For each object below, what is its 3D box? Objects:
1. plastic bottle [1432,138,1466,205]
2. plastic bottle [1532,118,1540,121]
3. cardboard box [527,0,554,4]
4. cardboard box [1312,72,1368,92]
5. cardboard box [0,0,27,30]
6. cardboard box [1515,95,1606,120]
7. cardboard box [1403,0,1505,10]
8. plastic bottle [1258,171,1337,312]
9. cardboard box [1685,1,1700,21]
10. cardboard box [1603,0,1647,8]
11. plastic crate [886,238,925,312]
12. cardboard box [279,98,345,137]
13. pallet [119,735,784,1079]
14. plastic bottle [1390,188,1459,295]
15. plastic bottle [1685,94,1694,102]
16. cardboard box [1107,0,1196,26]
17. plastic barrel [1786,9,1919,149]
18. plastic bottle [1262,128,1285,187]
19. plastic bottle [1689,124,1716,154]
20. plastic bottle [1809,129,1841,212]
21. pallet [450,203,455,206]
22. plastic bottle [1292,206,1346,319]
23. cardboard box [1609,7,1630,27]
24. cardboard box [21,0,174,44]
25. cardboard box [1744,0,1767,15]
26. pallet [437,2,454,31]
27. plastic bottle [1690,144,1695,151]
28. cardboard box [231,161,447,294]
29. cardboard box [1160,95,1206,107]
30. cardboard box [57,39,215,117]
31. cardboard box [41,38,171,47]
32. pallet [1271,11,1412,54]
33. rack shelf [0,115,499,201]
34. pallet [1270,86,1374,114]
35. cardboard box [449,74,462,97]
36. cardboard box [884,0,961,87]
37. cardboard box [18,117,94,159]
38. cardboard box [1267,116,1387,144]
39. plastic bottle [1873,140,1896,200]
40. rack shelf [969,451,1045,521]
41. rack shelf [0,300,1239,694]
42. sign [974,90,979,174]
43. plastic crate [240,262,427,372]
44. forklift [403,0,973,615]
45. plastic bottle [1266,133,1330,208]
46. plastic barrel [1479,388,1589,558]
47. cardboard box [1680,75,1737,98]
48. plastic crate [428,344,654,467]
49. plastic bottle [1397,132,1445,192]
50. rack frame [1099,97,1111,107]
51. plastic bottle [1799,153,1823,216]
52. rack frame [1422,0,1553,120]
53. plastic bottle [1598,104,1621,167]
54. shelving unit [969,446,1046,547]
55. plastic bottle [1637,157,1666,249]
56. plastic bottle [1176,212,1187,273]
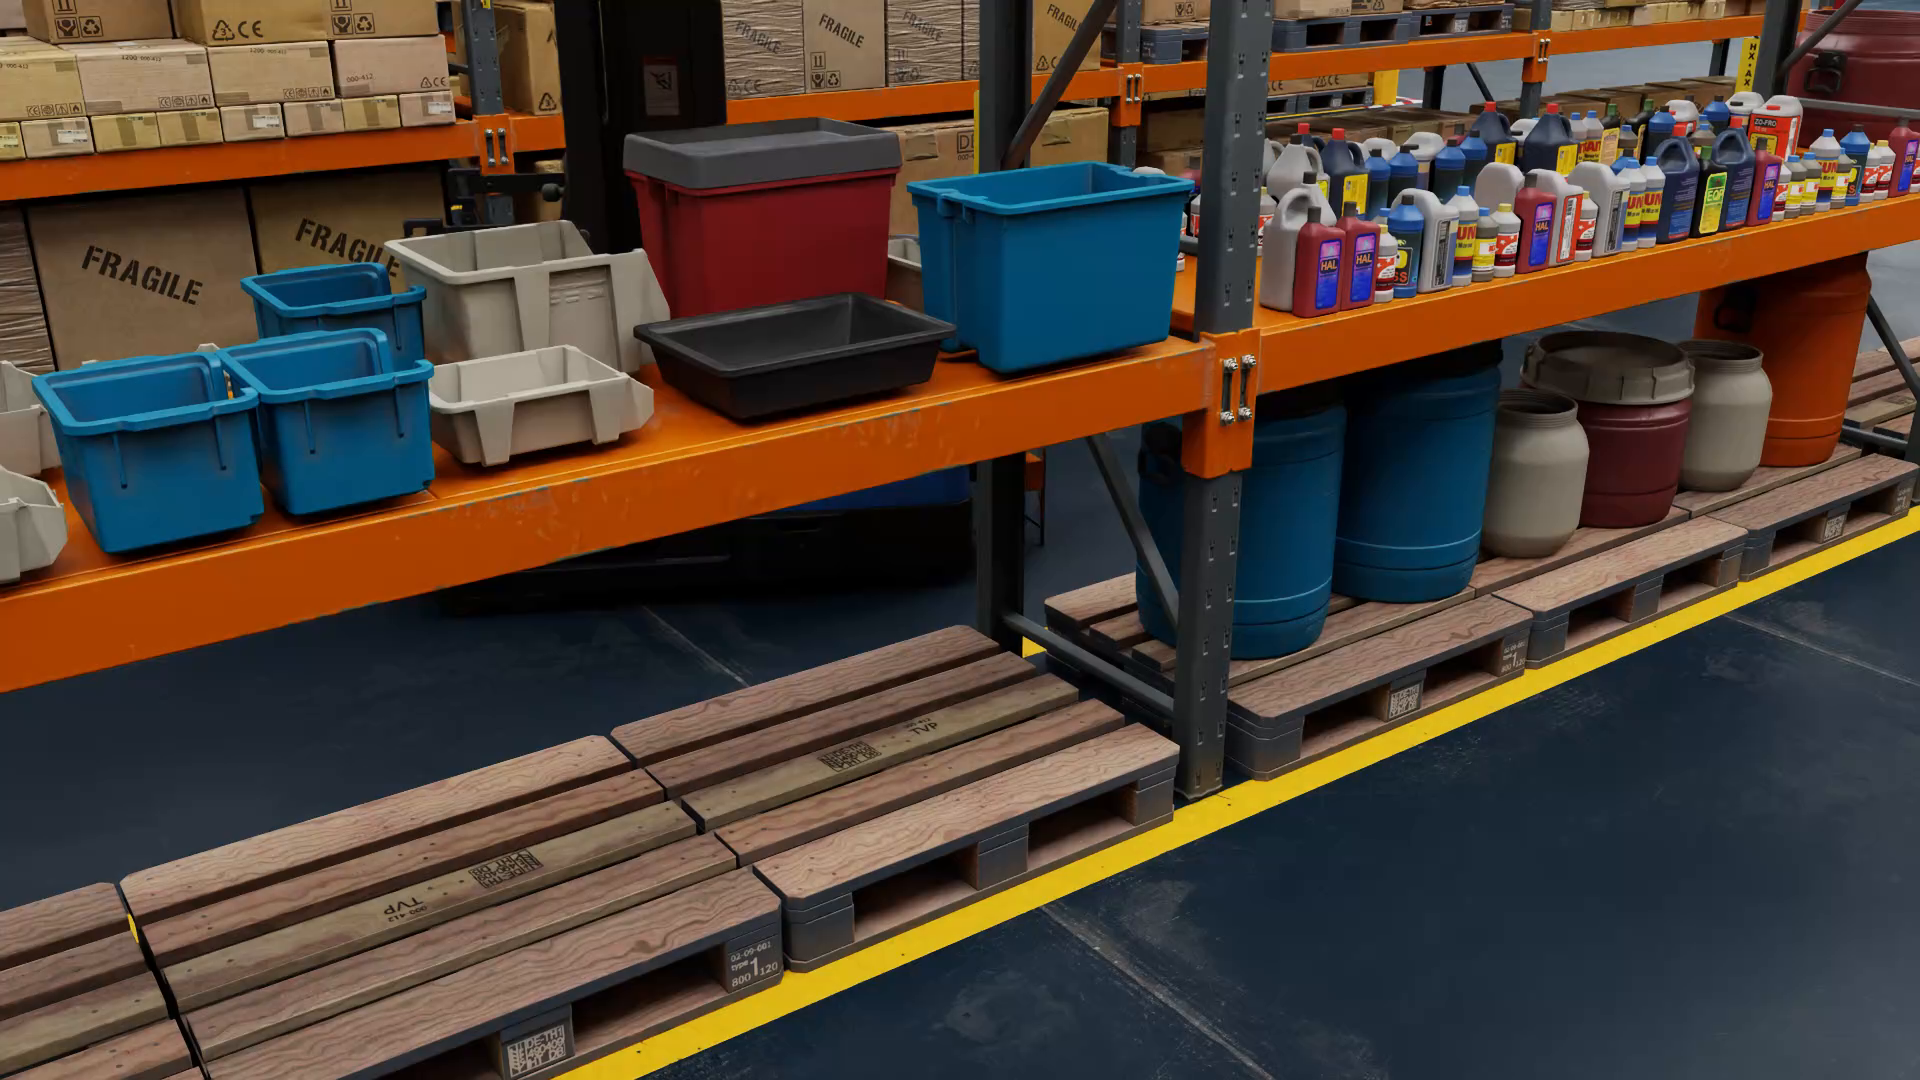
[{"bbox_3d":[1.614,-1.188,5.500,0.097,0.271,0.097,0,22,0],"label":"plastic bottle"},{"bbox_3d":[2.051,-1.374,5.965,0.097,0.271,0.097,0,22,0],"label":"plastic bottle"},{"bbox_3d":[-1.988,-2.974,8.314,0.637,0.503,0.797,-16,27,-34],"label":"cardboard box"},{"bbox_3d":[3.913,-5.474,18.368,0.875,0.875,0.875,-15,26,-33],"label":"cardboard box"},{"bbox_3d":[-6.370,-3.611,10.861,0.500,0.500,0.500,-15,26,-33],"label":"cardboard box"},{"bbox_3d":[4.801,-3.288,13.394,0.500,0.500,0.500,-7,23,-16],"label":"cardboard box"},{"bbox_3d":[3.266,-4.397,11.991,1.000,1.000,1.000,-15,26,-33],"label":"cardboard box"},{"bbox_3d":[0.899,-0.796,4.409,0.185,0.351,0.144,-15,26,-33],"label":"plastic bottle"},{"bbox_3d":[5.729,-4.289,13.435,0.250,0.149,0.380,-15,26,-33],"label":"cardboard box"},{"bbox_3d":[4.820,-4.414,12.874,0.500,0.500,0.875,-15,26,-33],"label":"cardboard box"},{"bbox_3d":[-0.070,-0.679,4.325,0.243,0.136,0.396,-15,26,-33],"label":"plastic crate"},{"bbox_3d":[-2.975,-1.929,7.521,0.250,0.149,0.380,-15,26,-34],"label":"cardboard box"},{"bbox_3d":[-1.174,0.901,3.855,1.213,0.211,1.003,-15,26,-33],"label":"pallet"},{"bbox_3d":[1.286,-0.838,4.617,0.135,0.276,0.152,-15,26,-33],"label":"plastic bottle"},{"bbox_3d":[2.805,-1.589,6.488,0.133,0.283,0.061,-15,26,-33],"label":"plastic bottle"},{"bbox_3d":[1.161,-3.557,10.562,0.500,0.500,0.500,-19,29,-39],"label":"cardboard box"},{"bbox_3d":[3.838,-1.952,7.056,0.708,0.536,0.600,-15,26,-33],"label":"plastic barrel"},{"bbox_3d":[0.946,-1.106,5.186,0.185,0.351,0.144,-15,26,-33],"label":"plastic bottle"},{"bbox_3d":[2.811,-1.474,6.312,0.097,0.201,0.097,0,22,0],"label":"plastic bottle"},{"bbox_3d":[2.951,-1.267,5.699,0.097,0.271,0.097,0,22,0],"label":"plastic bottle"},{"bbox_3d":[-4.685,-2.709,12.900,1.213,0.211,1.003,-15,26,-33],"label":"pallet"},{"bbox_3d":[0.938,-0.728,4.331,0.133,0.283,0.061,-15,26,-33],"label":"plastic bottle"},{"bbox_3d":[4.937,-4.062,12.867,0.250,0.149,0.380,-15,26,-33],"label":"cardboard box"},{"bbox_3d":[-3.863,-2.493,7.385,0.500,0.500,0.500,-16,27,-34],"label":"cardboard box"},{"bbox_3d":[6.541,-4.505,13.978,0.250,0.149,0.380,-15,26,-33],"label":"cardboard box"},{"bbox_3d":[-3.652,-4.171,13.061,1.213,0.211,1.003,-15,26,-33],"label":"pallet"},{"bbox_3d":[2.337,-1.129,5.335,0.133,0.283,0.061,-15,26,-33],"label":"plastic bottle"},{"bbox_3d":[-3.084,-1.411,8.184,0.875,0.875,0.875,-15,26,-33],"label":"cardboard box"},{"bbox_3d":[1.697,-2.850,11.260,0.500,0.250,0.500,-12,25,-27],"label":"cardboard box"},{"bbox_3d":[-3.539,-1.992,7.142,0.500,0.250,0.500,-14,26,-32],"label":"cardboard box"},{"bbox_3d":[-3.860,-2.147,7.530,0.500,0.250,0.500,-14,26,-32],"label":"cardboard box"},{"bbox_3d":[2.329,-3.539,11.476,1.213,0.211,1.003,-15,26,-33],"label":"pallet"},{"bbox_3d":[-4.125,-1.554,7.214,4.000,0.370,1.077,-15,26,-33],"label":"rack shelf"},{"bbox_3d":[3.821,-4.941,18.493,1.213,0.211,1.003,-15,26,-33],"label":"pallet"},{"bbox_3d":[-4.131,-3.414,12.699,0.500,0.250,0.500,-14,26,-31],"label":"cardboard box"},{"bbox_3d":[-0.338,-2.832,9.312,0.500,0.500,0.500,-16,27,-35],"label":"cardboard box"},{"bbox_3d":[-3.808,-1.707,6.965,0.250,0.149,0.380,-14,26,-32],"label":"cardboard box"},{"bbox_3d":[2.629,-2.751,12.022,0.500,0.500,0.700,-18,28,-37],"label":"cardboard box"},{"bbox_3d":[3.267,-1.319,5.923,0.097,0.201,0.097,0,22,0],"label":"plastic bottle"},{"bbox_3d":[0.164,-0.207,6.278,0.240,0.259,0.215,-10,24,-23],"label":"rack shelf"},{"bbox_3d":[-1.232,-0.064,3.480,4.000,0.370,1.077,-15,26,-33],"label":"rack shelf"},{"bbox_3d":[0.071,-1.125,4.796,0.005,0.325,0.100,-15,26,-33],"label":"sign"},{"bbox_3d":[-1.338,-0.437,3.589,0.300,0.233,0.416,-15,26,-33],"label":"plastic crate"},{"bbox_3d":[-1.514,-1.313,5.732,3.031,2.935,1.130,-3,22,-8],"label":"forklift"},{"bbox_3d":[1.030,-1.062,5.077,0.185,0.351,0.144,-15,26,-33],"label":"plastic bottle"},{"bbox_3d":[1.928,-0.232,5.720,0.421,0.512,0.421,0,22,0],"label":"plastic barrel"},{"bbox_3d":[6.723,-3.822,14.734,0.500,0.500,0.500,-10,24,-23],"label":"cardboard box"},{"bbox_3d":[-0.847,-0.269,3.298,0.466,0.136,0.293,-15,26,-33],"label":"plastic crate"},{"bbox_3d":[1.526,-1.224,5.583,0.135,0.276,0.152,-15,26,-33],"label":"plastic bottle"},{"bbox_3d":[1.178,-5.567,16.300,0.127,3.000,1.000,-15,26,-33],"label":"rack frame"},{"bbox_3d":[2.872,-1.214,5.659,0.097,0.201,0.097,0,22,0],"label":"plastic bottle"},{"bbox_3d":[3.993,-4.053,12.505,0.127,3.000,1.000,-15,26,-33],"label":"rack frame"},{"bbox_3d":[2.400,-1.481,6.218,0.133,0.283,0.061,-15,26,-33],"label":"plastic bottle"},{"bbox_3d":[0.164,-0.475,6.171,0.252,1.050,0.215,-10,24,-23],"label":"shelving unit"},{"bbox_3d":[2.118,-1.045,5.142,0.097,0.271,0.097,0,22,0],"label":"plastic bottle"},{"bbox_3d":[0.610,-0.888,4.842,0.097,0.201,0.097,0,22,0],"label":"plastic bottle"}]
